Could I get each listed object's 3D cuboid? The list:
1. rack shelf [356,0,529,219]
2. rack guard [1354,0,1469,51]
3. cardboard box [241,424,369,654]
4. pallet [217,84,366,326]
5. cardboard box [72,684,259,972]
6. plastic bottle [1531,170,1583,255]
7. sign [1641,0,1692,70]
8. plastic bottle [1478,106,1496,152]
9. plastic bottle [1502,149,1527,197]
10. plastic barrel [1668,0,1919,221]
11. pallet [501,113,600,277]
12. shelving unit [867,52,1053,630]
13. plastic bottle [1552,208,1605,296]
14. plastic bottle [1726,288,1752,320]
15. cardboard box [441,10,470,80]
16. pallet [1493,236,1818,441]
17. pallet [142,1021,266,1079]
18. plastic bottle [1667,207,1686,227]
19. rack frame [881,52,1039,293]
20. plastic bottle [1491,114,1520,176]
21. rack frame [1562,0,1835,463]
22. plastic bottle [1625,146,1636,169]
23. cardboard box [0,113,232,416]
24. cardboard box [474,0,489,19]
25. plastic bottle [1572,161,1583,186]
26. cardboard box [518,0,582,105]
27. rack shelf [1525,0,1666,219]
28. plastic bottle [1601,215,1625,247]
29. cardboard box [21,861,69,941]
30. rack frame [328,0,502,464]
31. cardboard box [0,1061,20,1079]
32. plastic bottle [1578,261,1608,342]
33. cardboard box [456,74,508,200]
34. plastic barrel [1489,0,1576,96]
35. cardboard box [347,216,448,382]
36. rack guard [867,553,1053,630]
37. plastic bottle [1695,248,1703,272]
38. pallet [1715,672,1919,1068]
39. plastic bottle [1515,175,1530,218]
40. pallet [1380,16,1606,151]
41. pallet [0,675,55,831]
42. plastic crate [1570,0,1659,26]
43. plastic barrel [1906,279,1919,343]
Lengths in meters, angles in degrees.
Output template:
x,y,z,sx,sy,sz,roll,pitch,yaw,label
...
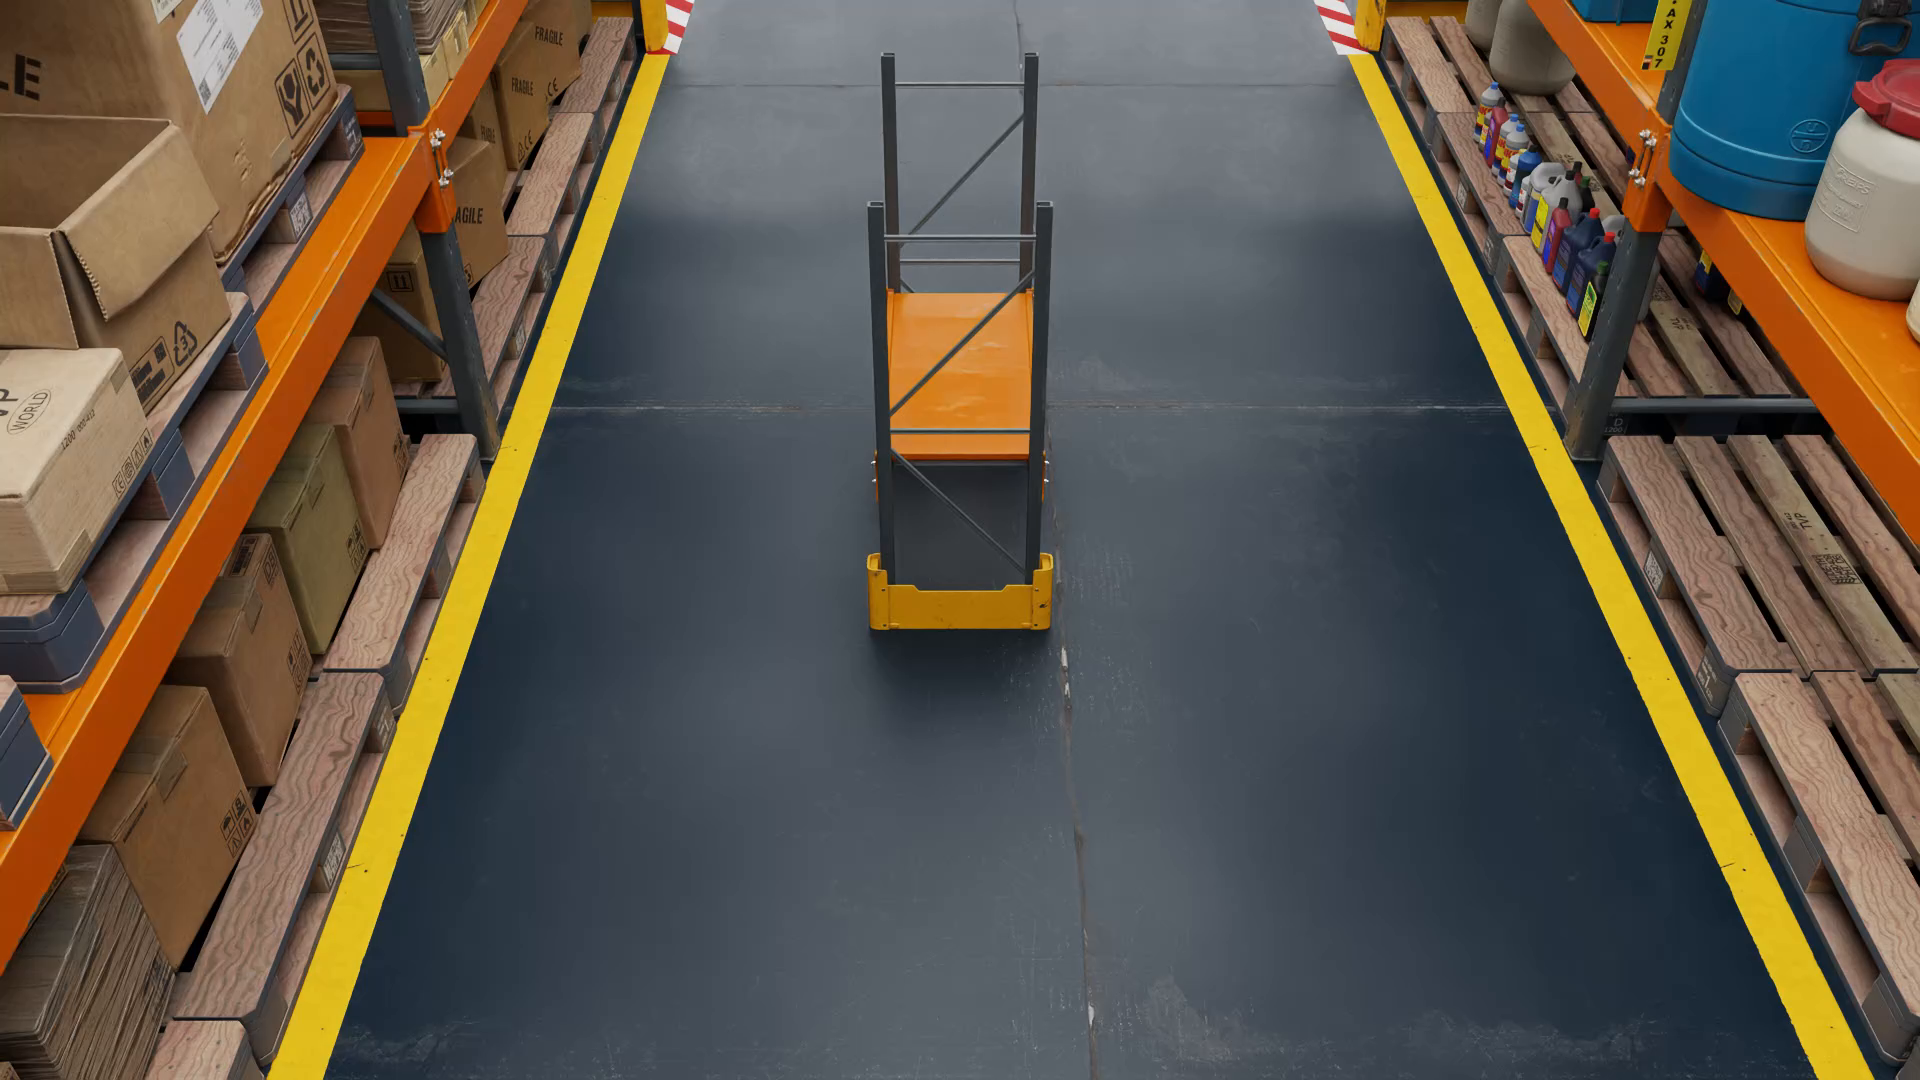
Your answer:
x,y,z,sx,sy,sz,roll,pitch,yaw,label
-2.210,-2.460,6.996,1.077,0.370,4.000,0,39,0,rack shelf
2.787,-2.972,9.059,1.175,0.500,0.348,0,39,0,rack guard
-2.247,-0.004,5.003,0.700,0.500,0.500,0,39,0,cardboard box
-2.353,-0.937,4.674,1.003,0.211,1.213,0,39,0,pallet
-2.245,0.695,4.131,0.700,0.500,0.500,3,39,4,cardboard box
2.455,-1.356,6.810,0.144,0.351,0.185,0,39,0,plastic bottle
2.195,-1.608,5.136,0.100,0.325,0.005,0,39,0,sign
2.431,-1.876,7.578,0.097,0.201,0.097,0,39,0,plastic bottle
2.431,-1.602,7.236,0.097,0.201,0.097,0,39,0,plastic bottle
2.442,-1.447,4.756,0.600,0.901,0.708,0,39,0,plastic barrel
-2.249,-1.587,7.561,1.003,0.211,1.213,0,39,0,pallet
0.000,-0.633,5.340,0.587,1.500,1.083,0,39,0,shelving unit
2.456,-1.154,6.558,0.144,0.351,0.185,-2,39,-2,plastic bottle
3.049,-1.006,6.428,0.061,0.283,0.133,0,39,0,plastic bottle
-1.895,-1.683,5.652,0.380,0.149,0.250,0,39,0,cardboard box
2.786,-0.825,6.611,1.003,0.211,1.213,0,39,0,pallet
-2.203,1.611,3.571,1.003,0.211,1.213,0,39,0,pallet
3.010,-1.475,7.019,0.152,0.276,0.135,0,39,0,plastic bottle
-0.001,-0.957,5.744,0.500,1.500,0.032,0,39,0,rack frame
2.431,-1.753,7.369,0.097,0.271,0.097,0,39,0,plastic bottle
2.745,-1.493,5.215,1.000,3.000,0.127,0,39,0,rack frame
3.047,-1.800,7.418,0.061,0.283,0.133,0,39,0,plastic bottle
-2.114,-0.610,3.694,0.797,0.503,0.637,4,39,5,cardboard box
-1.933,-1.995,6.042,0.380,0.149,0.250,0,39,0,cardboard box
2.565,-1.432,6.958,0.061,0.283,0.133,0,39,0,plastic bottle
-2.194,-2.415,8.028,0.500,0.500,0.500,10,40,12,cardboard box
2.742,-2.463,7.001,1.077,0.370,4.000,0,39,0,rack shelf
2.604,-1.141,6.601,0.152,0.276,0.135,0,39,0,plastic bottle
-2.245,0.772,3.435,0.500,0.250,0.500,4,39,5,cardboard box
-2.208,-1.490,5.210,1.000,3.000,0.127,0,39,0,rack frame
-2.224,1.396,3.256,0.700,0.500,0.500,-2,39,-2,cardboard box
2.414,-0.906,6.302,0.061,0.283,0.133,2,39,2,plastic bottle
-2.256,-1.675,7.104,0.500,0.500,0.500,-3,39,-4,cardboard box
2.818,-2.463,8.078,0.421,0.512,0.421,0,39,0,plastic barrel
-2.169,-0.928,6.173,0.500,0.500,0.500,-1,39,-1,cardboard box
0.000,0.166,5.343,0.587,0.250,0.087,0,39,0,rack guard
3.038,-1.196,6.674,0.097,0.271,0.097,0,39,0,plastic bottle
2.789,0.851,4.520,1.003,0.211,1.213,0,39,0,pallet
2.431,-1.473,7.075,0.097,0.201,0.097,0,39,0,plastic bottle
2.783,-2.351,8.515,1.003,0.211,1.213,0,39,0,pallet
-2.311,0.641,2.705,1.213,0.211,1.003,0,39,0,pallet
2.472,-2.127,6.125,0.499,0.251,0.616,0,39,0,plastic crate
2.593,-0.612,4.225,0.301,0.262,0.301,0,39,0,plastic barrel
